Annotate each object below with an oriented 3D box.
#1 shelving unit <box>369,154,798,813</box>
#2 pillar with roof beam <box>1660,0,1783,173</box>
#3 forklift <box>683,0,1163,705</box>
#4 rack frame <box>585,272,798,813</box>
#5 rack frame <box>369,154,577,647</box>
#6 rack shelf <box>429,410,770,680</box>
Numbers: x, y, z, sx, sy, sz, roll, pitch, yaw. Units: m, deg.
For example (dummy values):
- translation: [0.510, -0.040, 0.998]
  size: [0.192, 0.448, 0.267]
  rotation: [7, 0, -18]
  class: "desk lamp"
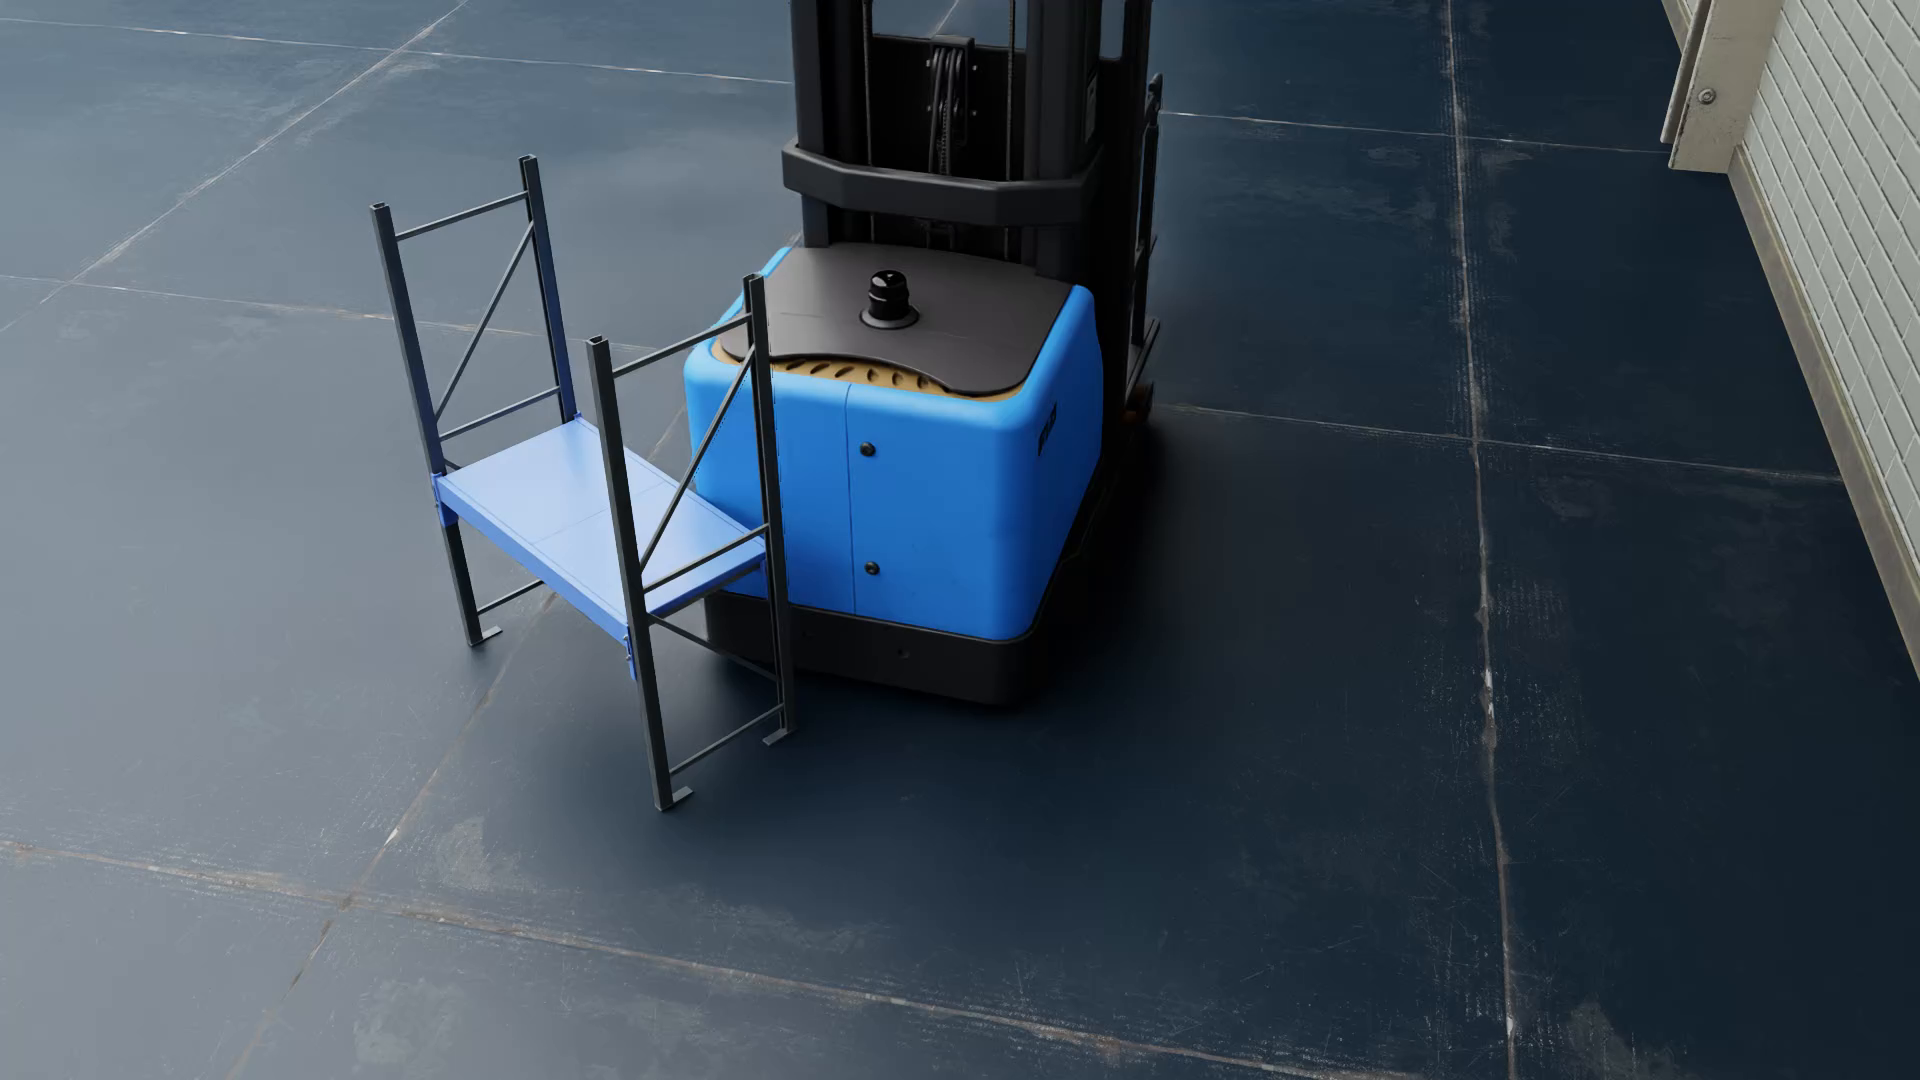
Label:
- translation: [-1.027, -0.161, 4.694]
  size: [0.538, 1.500, 1.048]
  rotation: [-30, 45, -34]
  class: "shelving unit"
- translation: [-0.466, -6.134, 6.545]
  size: [9.100, 9.000, 0.400]
  rotation: [7, 37, 10]
  class: "pillar with roof beam"
- translation: [0.108, -1.560, 5.404]
  size: [1.130, 2.935, 3.031]
  rotation: [10, 37, 13]
  class: "forklift"
- translation: [-0.673, 0.053, 4.399]
  size: [0.500, 1.500, 0.032]
  rotation: [-30, 45, -34]
  class: "rack frame"
- translation: [-1.381, -0.375, 4.990]
  size: [0.500, 1.500, 0.032]
  rotation: [-30, 45, -34]
  class: "rack frame"
- translation: [-1.027, -0.016, 4.800]
  size: [0.538, 0.185, 1.000]
  rotation: [-30, 45, -34]
  class: "rack shelf"
